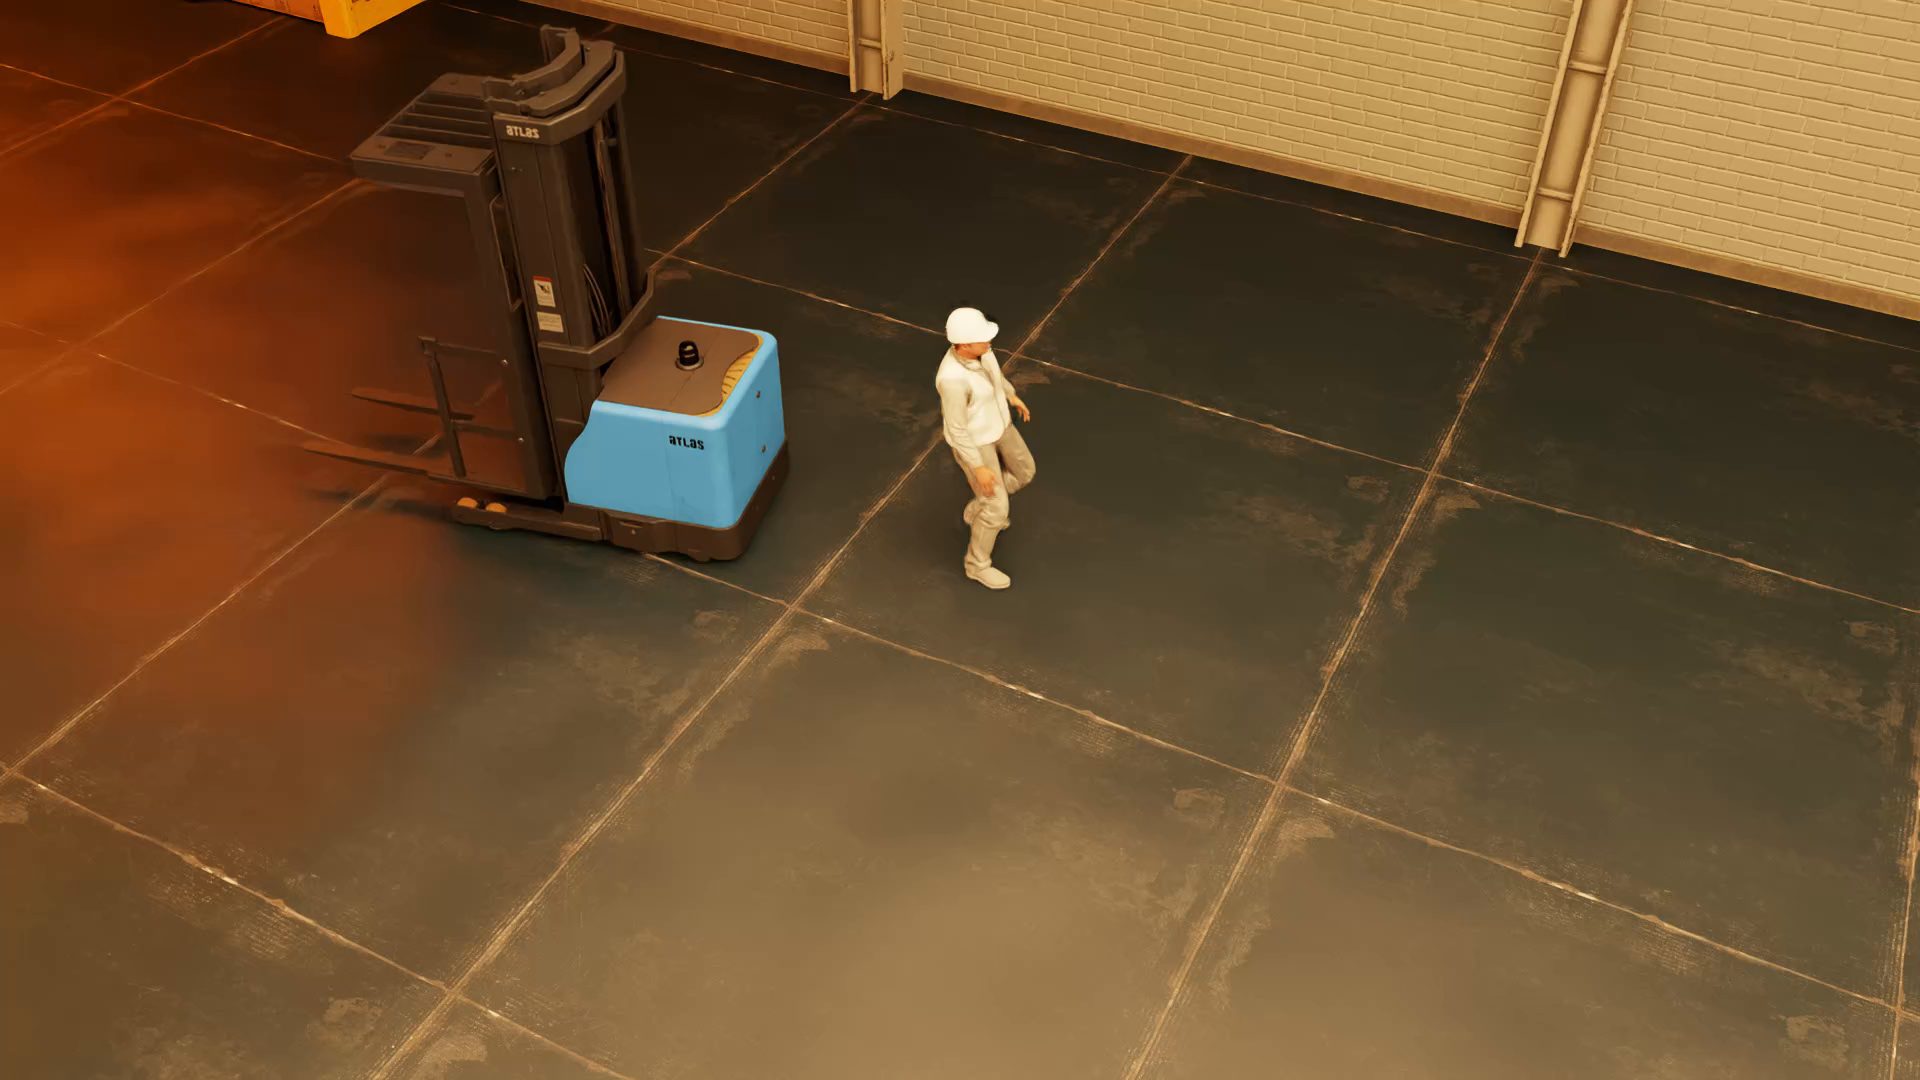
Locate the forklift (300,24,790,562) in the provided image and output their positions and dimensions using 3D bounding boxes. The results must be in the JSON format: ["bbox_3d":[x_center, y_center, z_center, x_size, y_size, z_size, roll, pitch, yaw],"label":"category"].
[{"bbox_3d":[-2.671,-1.505,9.773,3.031,2.935,1.130,10,41,11],"label":"forklift"}]

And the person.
[{"bbox_3d":[0.146,-0.601,9.669,0.573,1.688,0.755,15,42,17],"label":"person"}]
